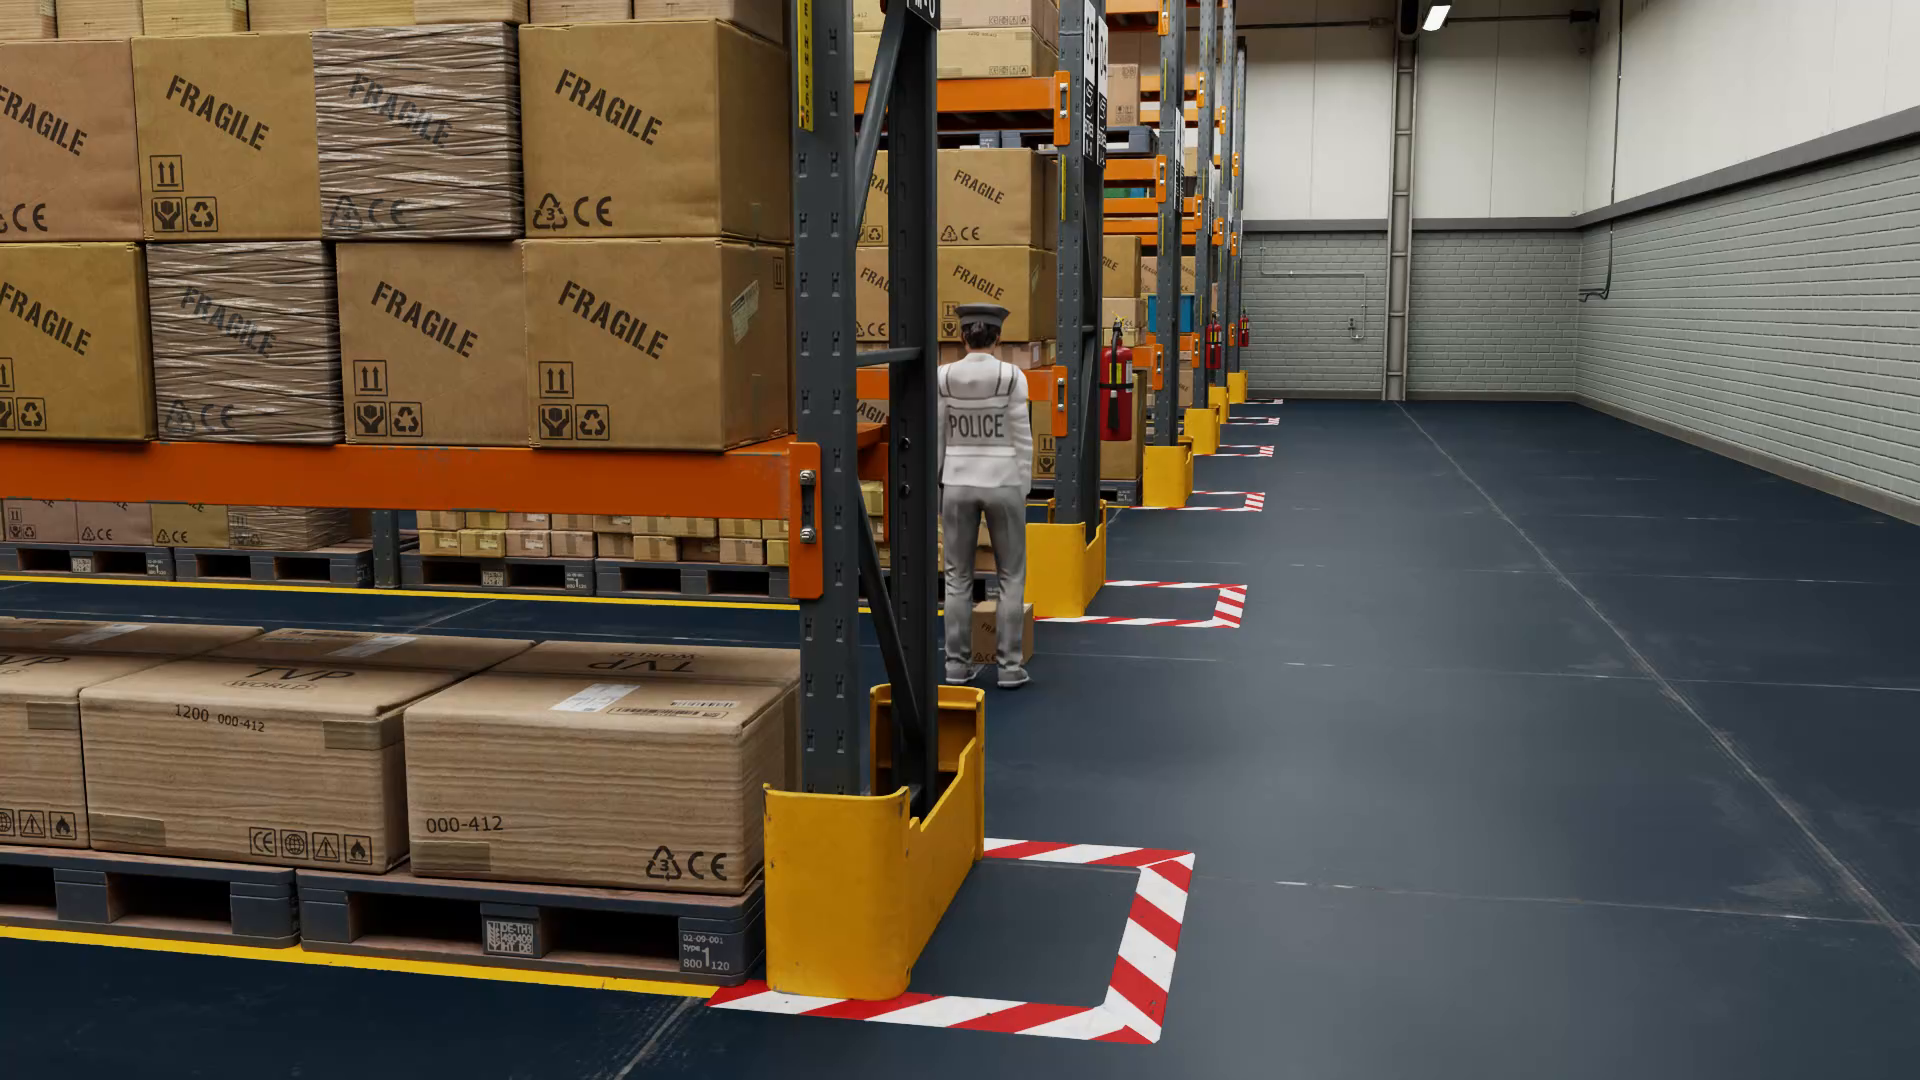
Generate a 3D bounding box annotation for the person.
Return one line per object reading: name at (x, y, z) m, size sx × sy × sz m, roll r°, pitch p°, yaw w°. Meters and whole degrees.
person at (0.082, -0.188, 7.209) m, size 0.479 × 1.657 × 0.352 m, roll 2°, pitch 8°, yaw 12°
